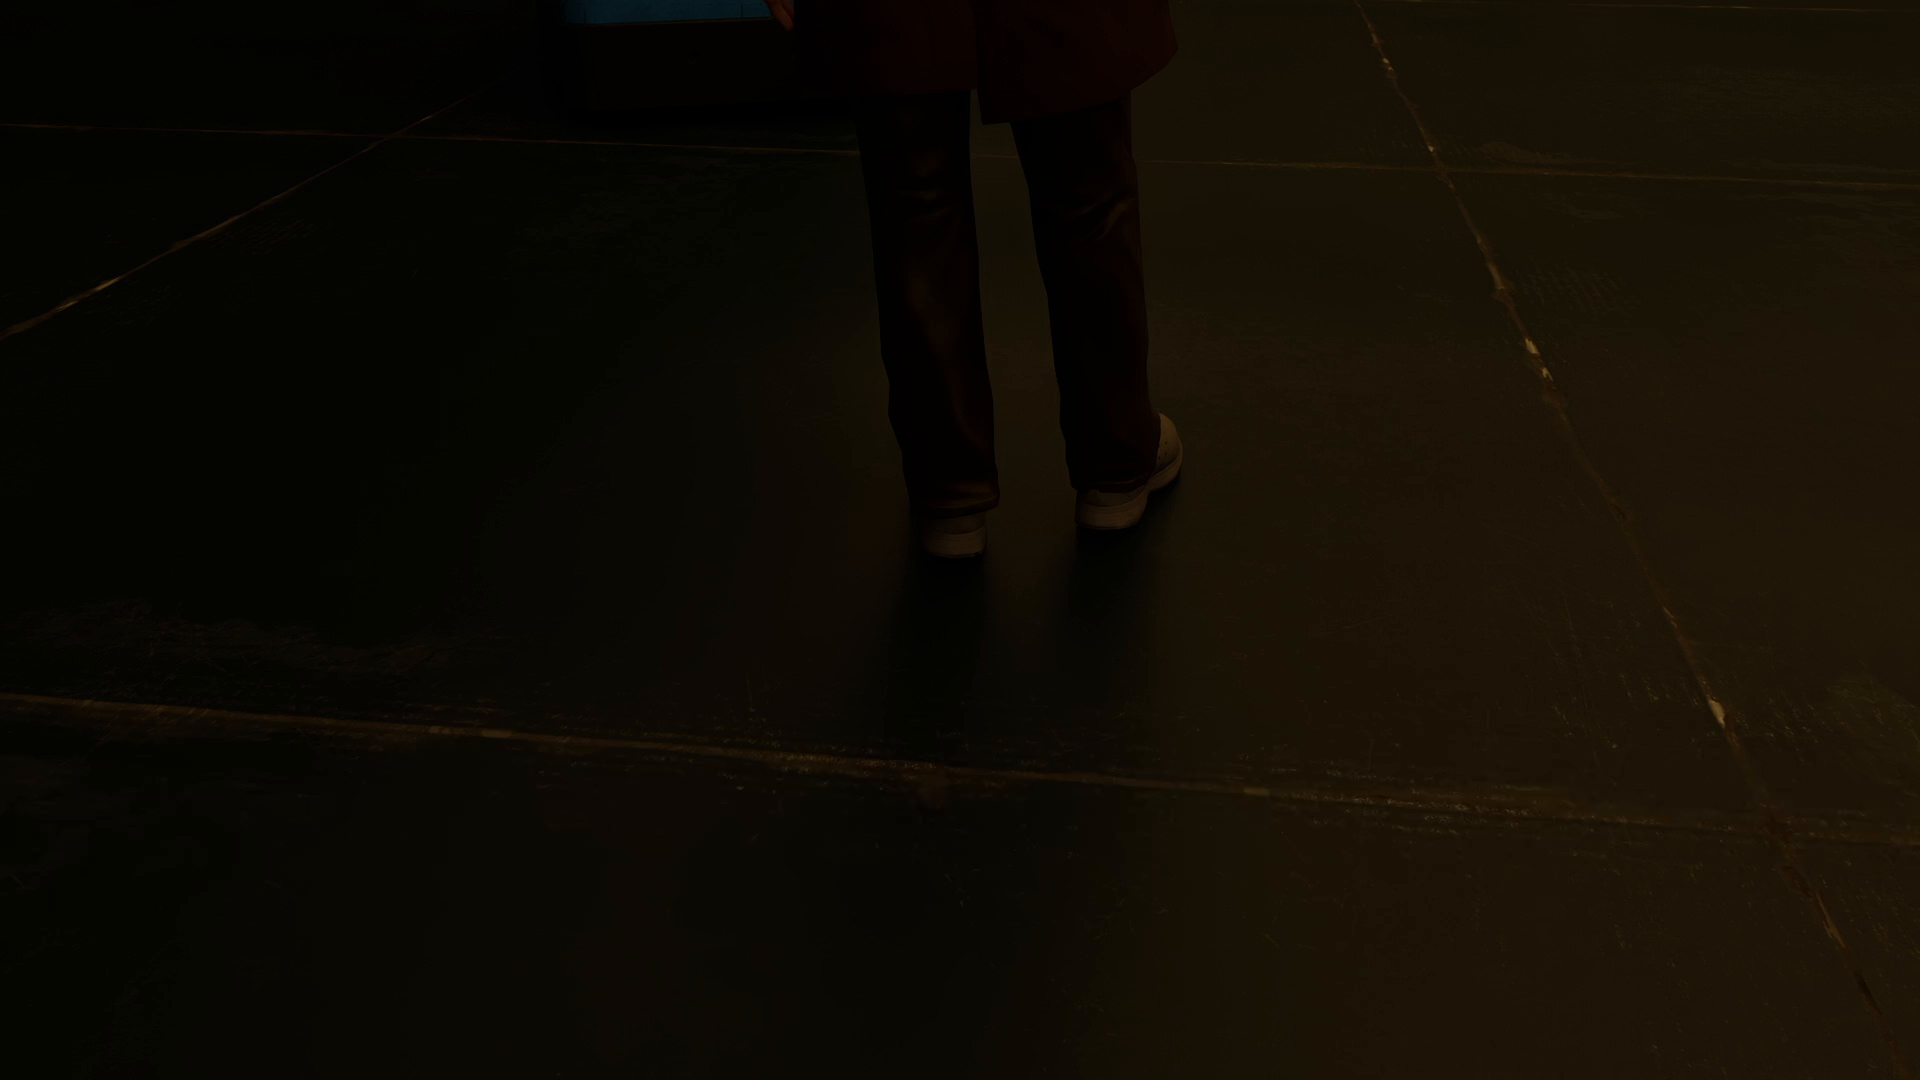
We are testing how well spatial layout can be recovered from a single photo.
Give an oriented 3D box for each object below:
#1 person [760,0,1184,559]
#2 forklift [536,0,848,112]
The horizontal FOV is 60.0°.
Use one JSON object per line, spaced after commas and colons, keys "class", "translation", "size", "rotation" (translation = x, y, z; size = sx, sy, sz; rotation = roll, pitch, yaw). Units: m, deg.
{"class": "person", "translation": [0.017, -0.842, 2.180], "size": [0.696, 1.776, 0.582], "rotation": [3, 27, 7]}
{"class": "forklift", "translation": [-1.009, -3.201, 5.634], "size": [1.130, 2.935, 3.031], "rotation": [-7, 27, -13]}
